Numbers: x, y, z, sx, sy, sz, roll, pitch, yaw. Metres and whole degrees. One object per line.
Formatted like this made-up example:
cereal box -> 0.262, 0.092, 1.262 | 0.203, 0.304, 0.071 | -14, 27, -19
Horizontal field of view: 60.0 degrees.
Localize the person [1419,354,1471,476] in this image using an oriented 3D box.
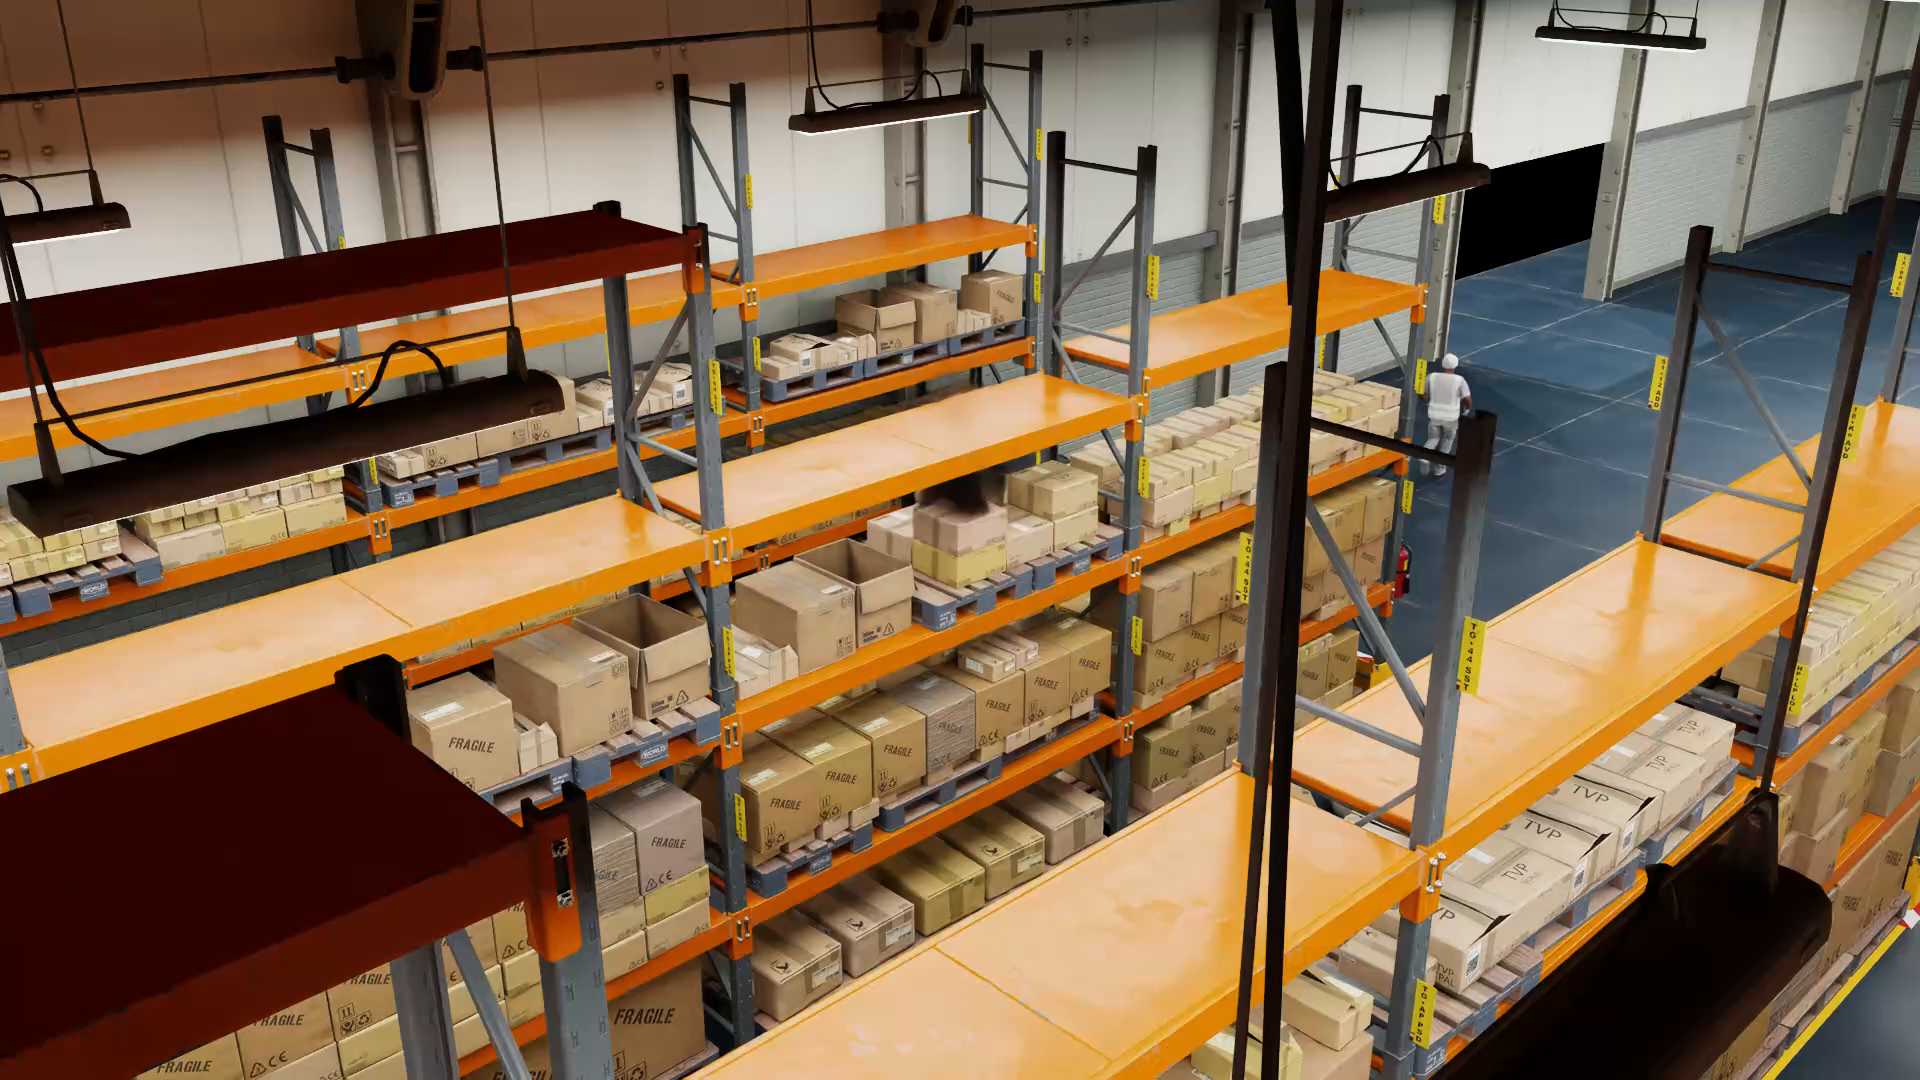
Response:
person -> 6.573, -1.675, 22.609 | 0.705, 1.749, 0.696 | 13, 26, 28
